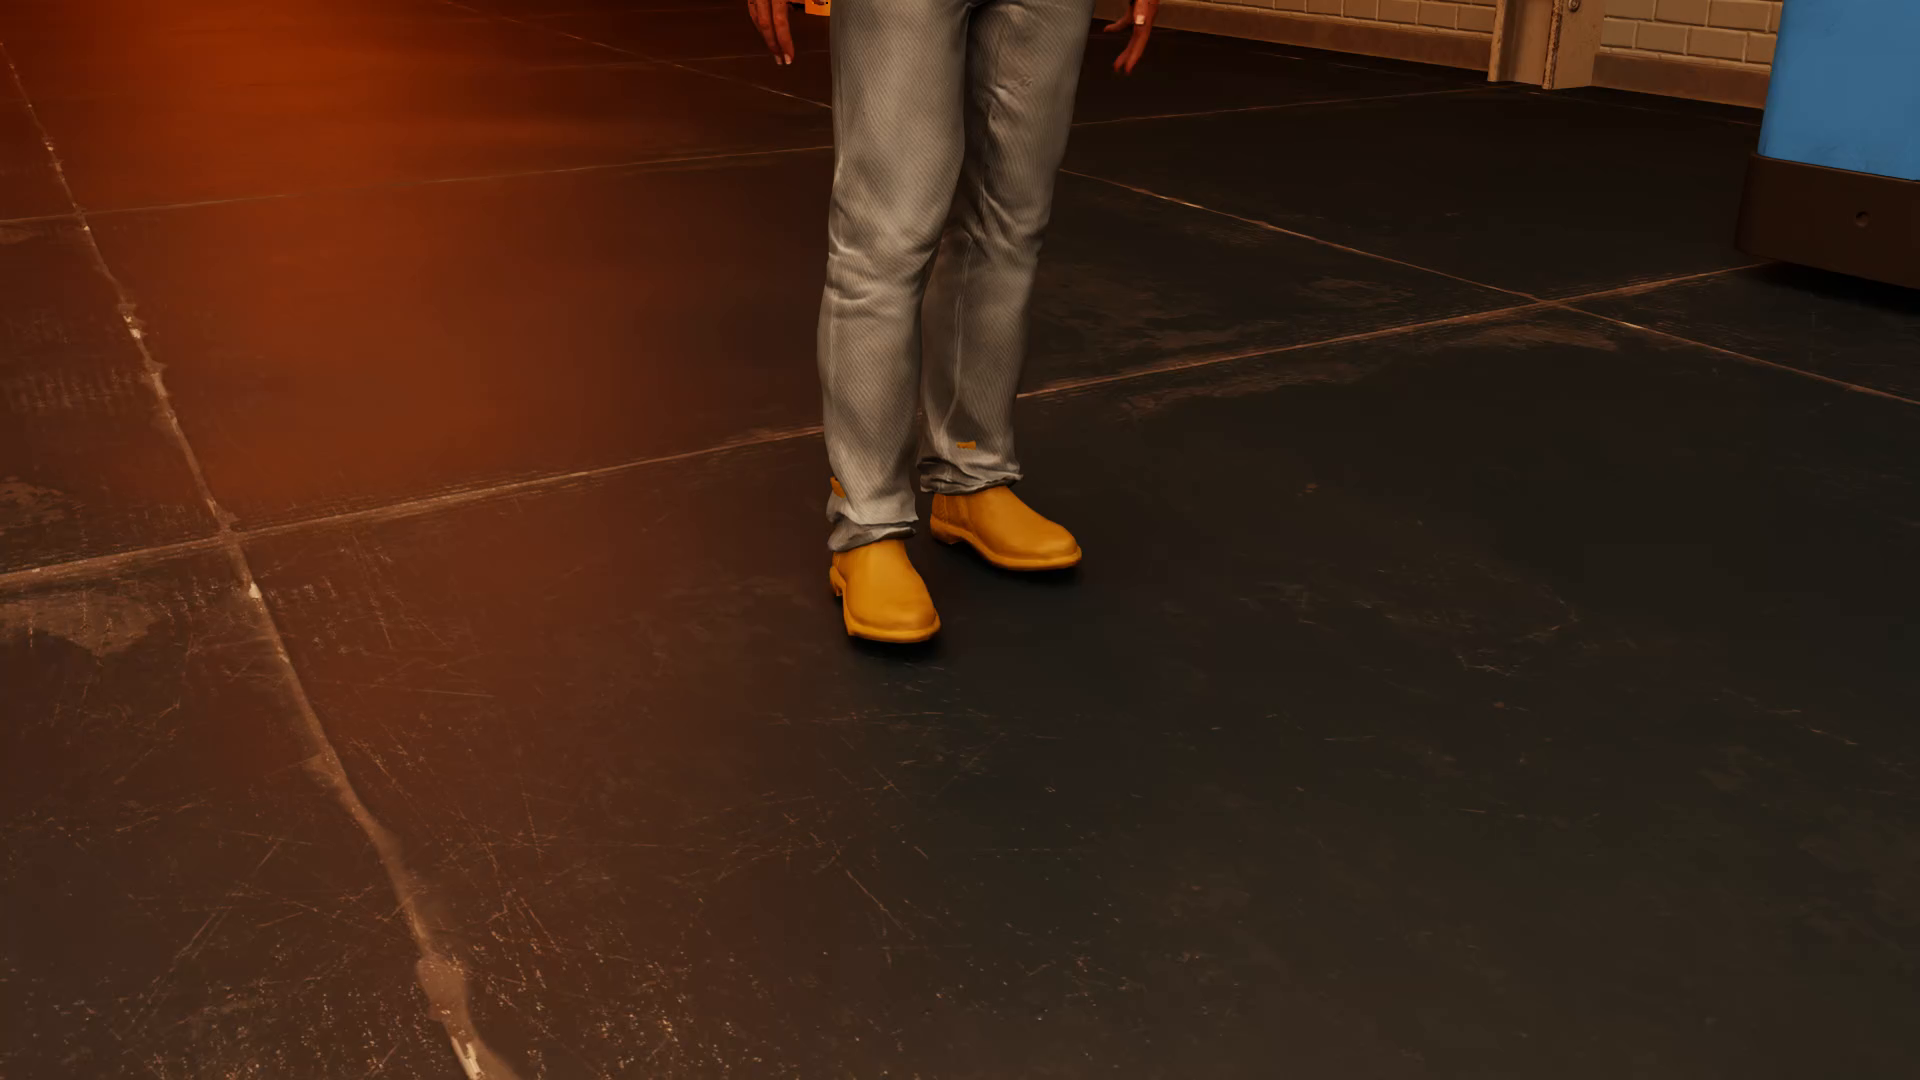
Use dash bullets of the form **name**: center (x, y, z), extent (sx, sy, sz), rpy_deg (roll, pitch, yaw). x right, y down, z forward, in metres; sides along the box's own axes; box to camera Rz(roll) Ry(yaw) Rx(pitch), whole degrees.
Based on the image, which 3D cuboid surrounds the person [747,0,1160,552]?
- **person**: center (-0.009, -0.853, 2.290), extent (0.666, 1.709, 0.418), rpy_deg (-12, 25, -28)

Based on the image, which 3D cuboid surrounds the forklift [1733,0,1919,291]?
- **forklift**: center (3.517, -2.164, 4.048), extent (3.031, 2.935, 1.130), rpy_deg (-13, 25, -28)
